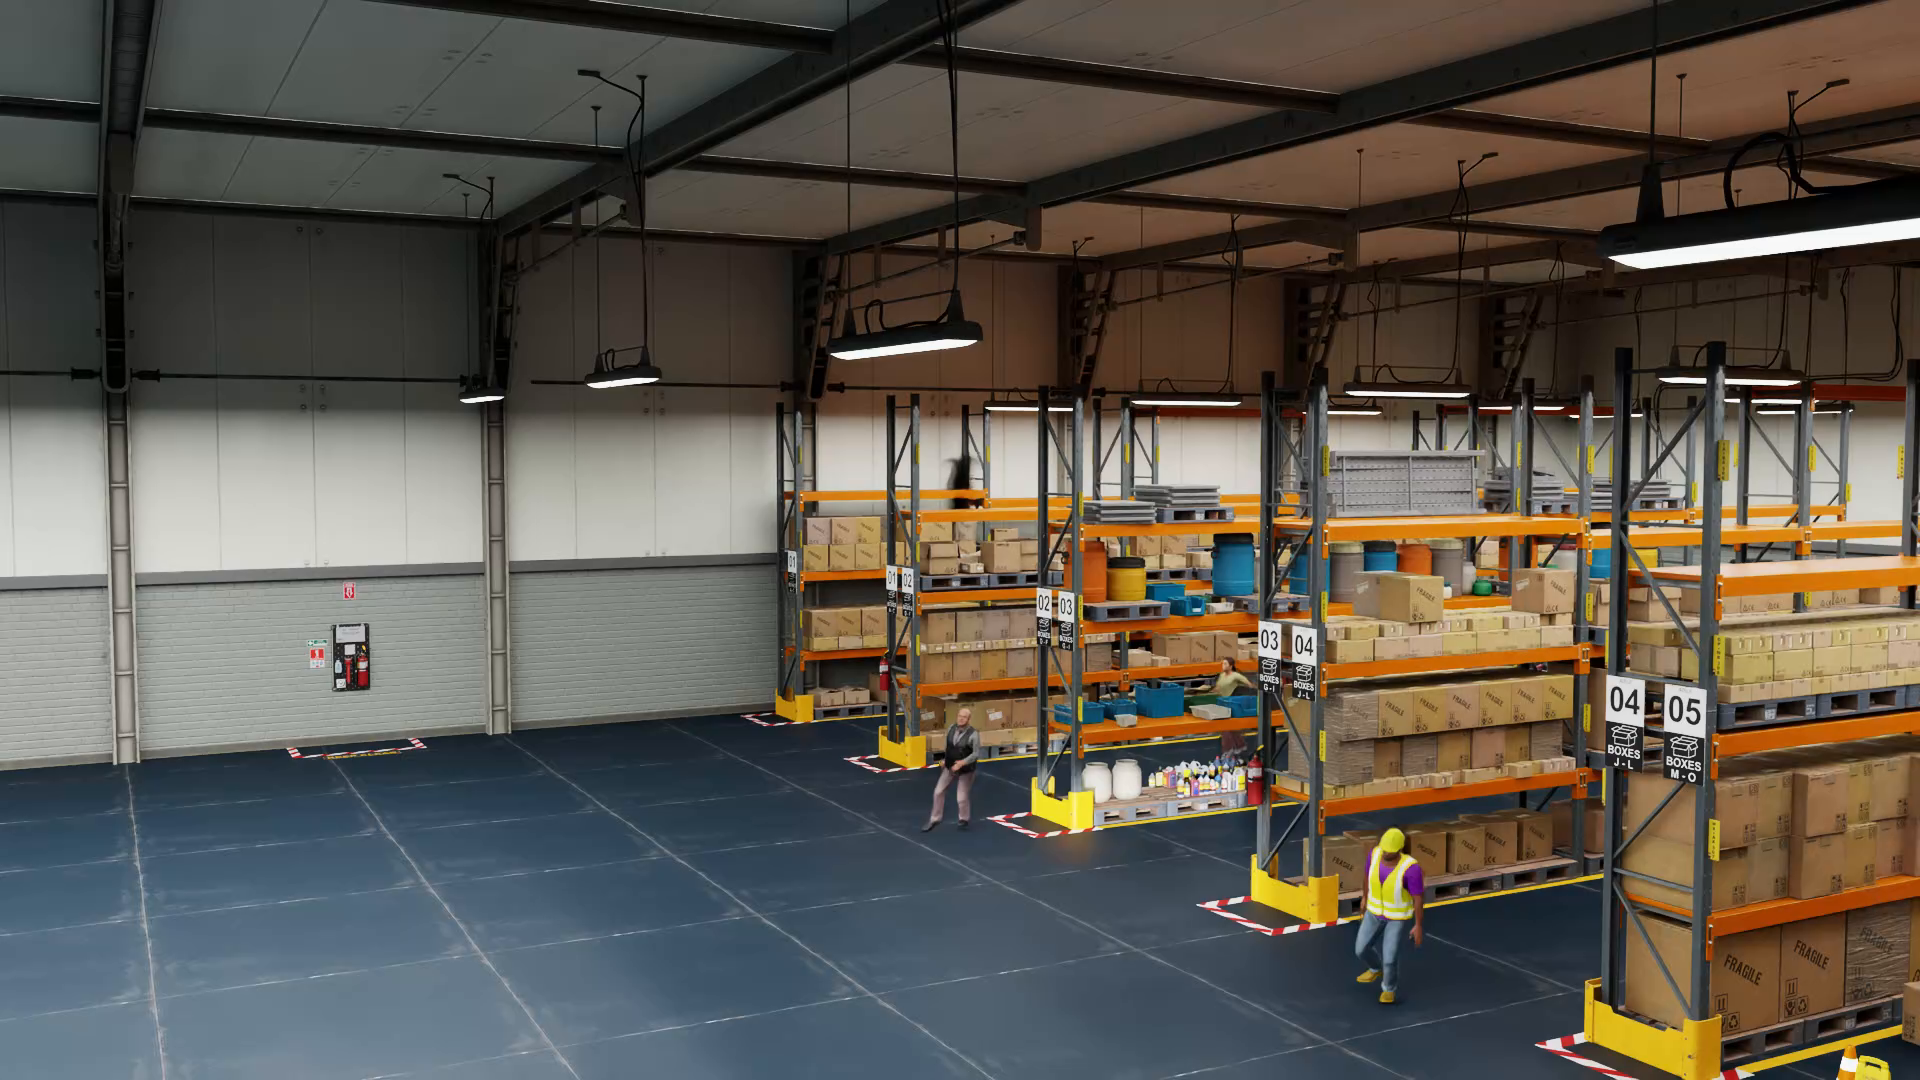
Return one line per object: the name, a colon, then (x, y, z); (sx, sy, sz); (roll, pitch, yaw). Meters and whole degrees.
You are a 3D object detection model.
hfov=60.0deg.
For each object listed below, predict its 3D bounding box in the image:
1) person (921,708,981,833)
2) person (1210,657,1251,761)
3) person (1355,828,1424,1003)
person: (-0.060, 3.051, 22.131); (0.791, 1.668, 0.783); (2, 4, 26)
person: (4.460, 2.779, 27.436); (0.801, 1.713, 0.562); (-2, 4, -34)
person: (3.958, 3.438, 15.321); (0.795, 1.680, 0.679); (3, 4, 41)
